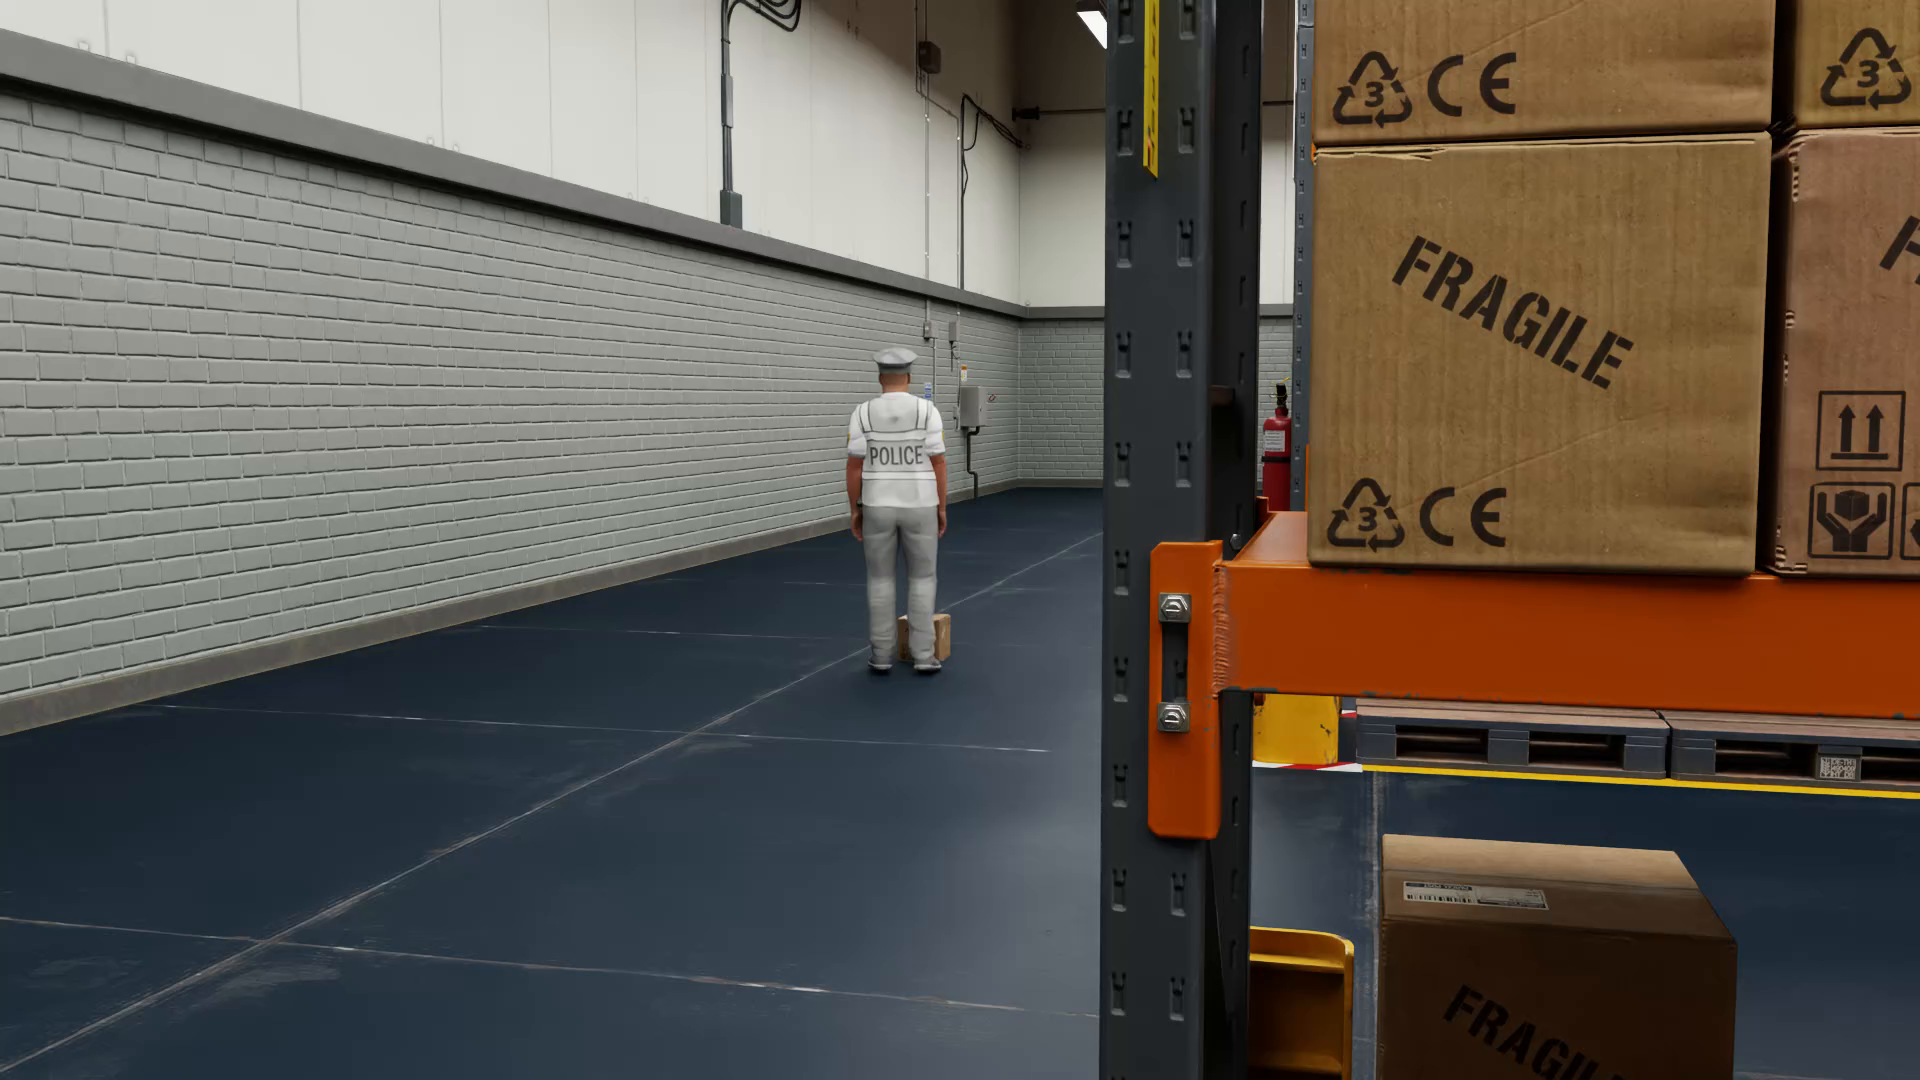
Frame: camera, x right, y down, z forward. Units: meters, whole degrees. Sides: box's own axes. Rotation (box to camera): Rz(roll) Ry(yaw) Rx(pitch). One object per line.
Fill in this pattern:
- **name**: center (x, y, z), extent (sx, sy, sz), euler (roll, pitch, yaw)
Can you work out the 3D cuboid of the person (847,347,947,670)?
- **person**: center (-0.343, -0.166, 9.122), extent (0.546, 1.781, 0.398), euler (0, 5, 4)
